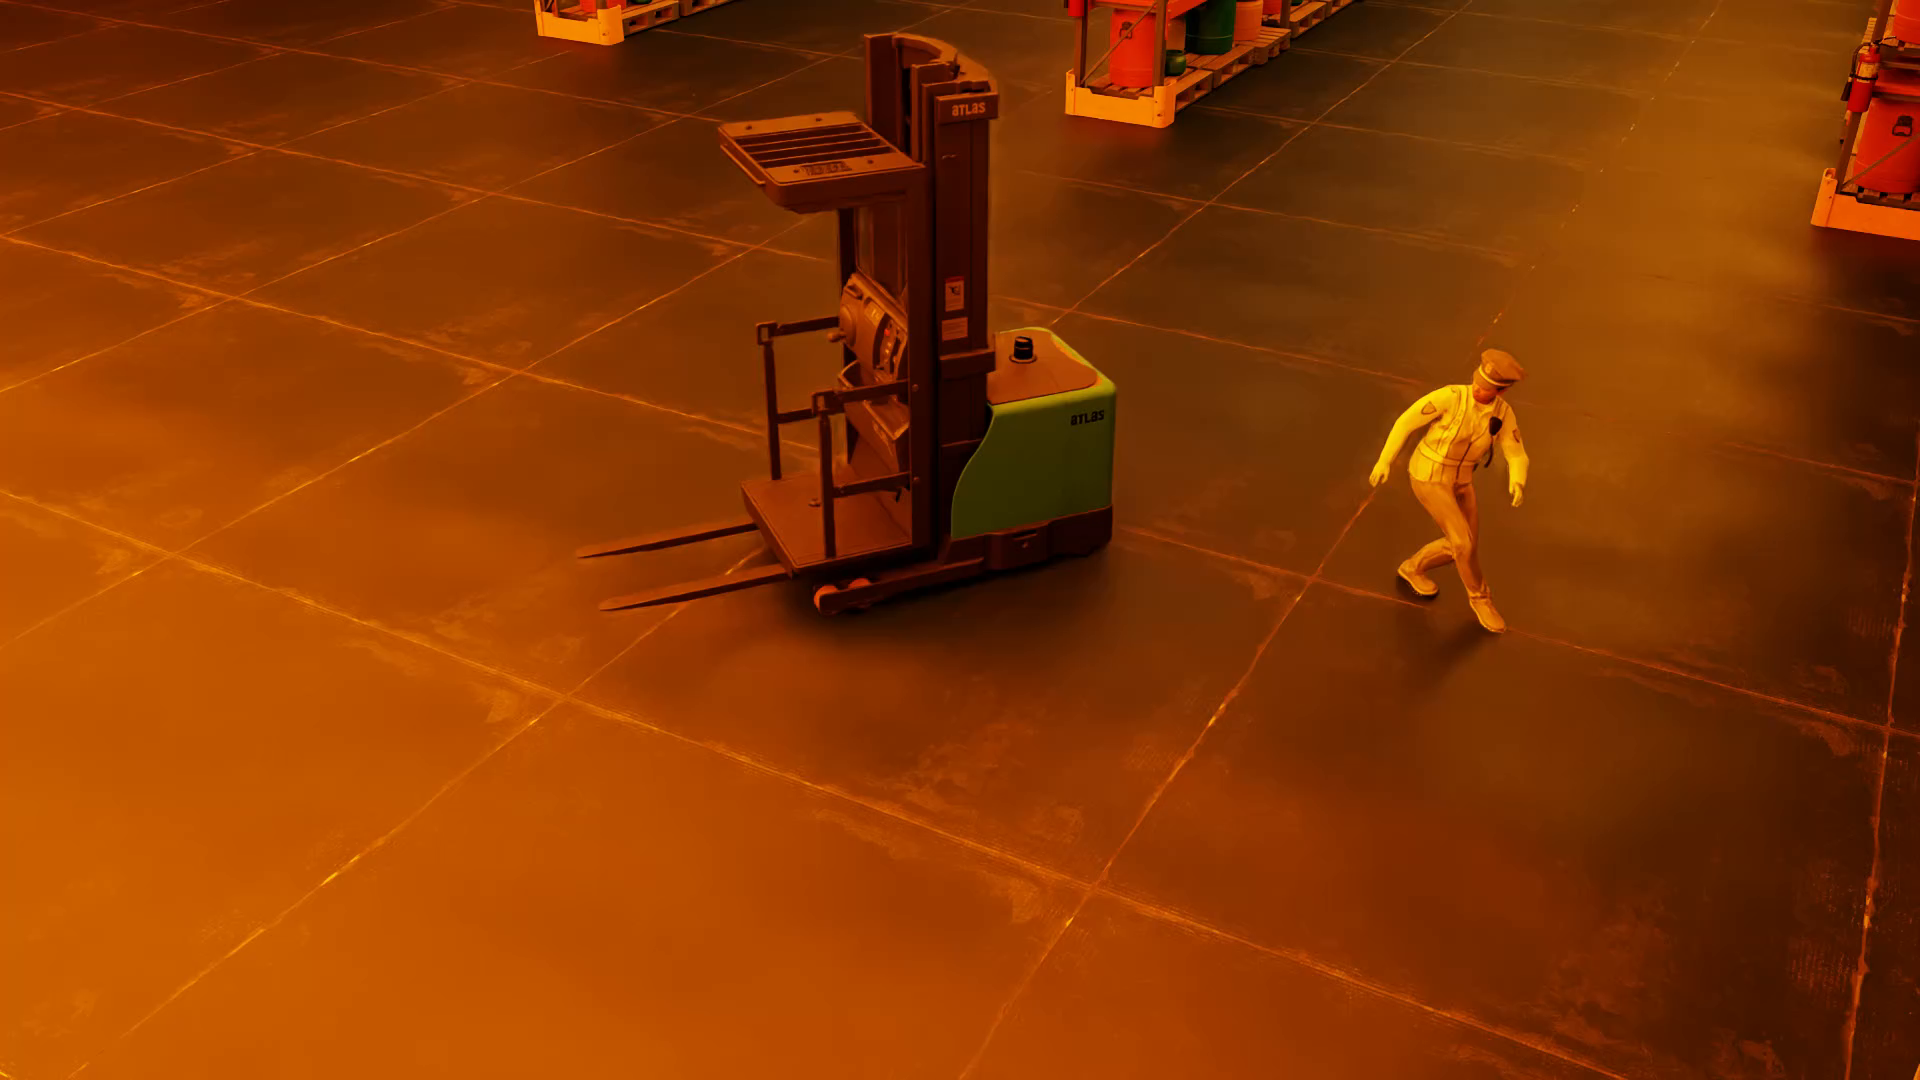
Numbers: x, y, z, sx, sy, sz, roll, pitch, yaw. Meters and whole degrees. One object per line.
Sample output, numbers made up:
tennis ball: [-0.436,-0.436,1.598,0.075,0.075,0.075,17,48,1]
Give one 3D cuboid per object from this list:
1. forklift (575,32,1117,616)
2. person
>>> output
forklift: [-0.661,-1.148,9.059,3.031,2.935,1.130,-12,32,-20]
person: [2.672,-0.266,8.945,0.722,1.553,0.753,-13,32,-21]
